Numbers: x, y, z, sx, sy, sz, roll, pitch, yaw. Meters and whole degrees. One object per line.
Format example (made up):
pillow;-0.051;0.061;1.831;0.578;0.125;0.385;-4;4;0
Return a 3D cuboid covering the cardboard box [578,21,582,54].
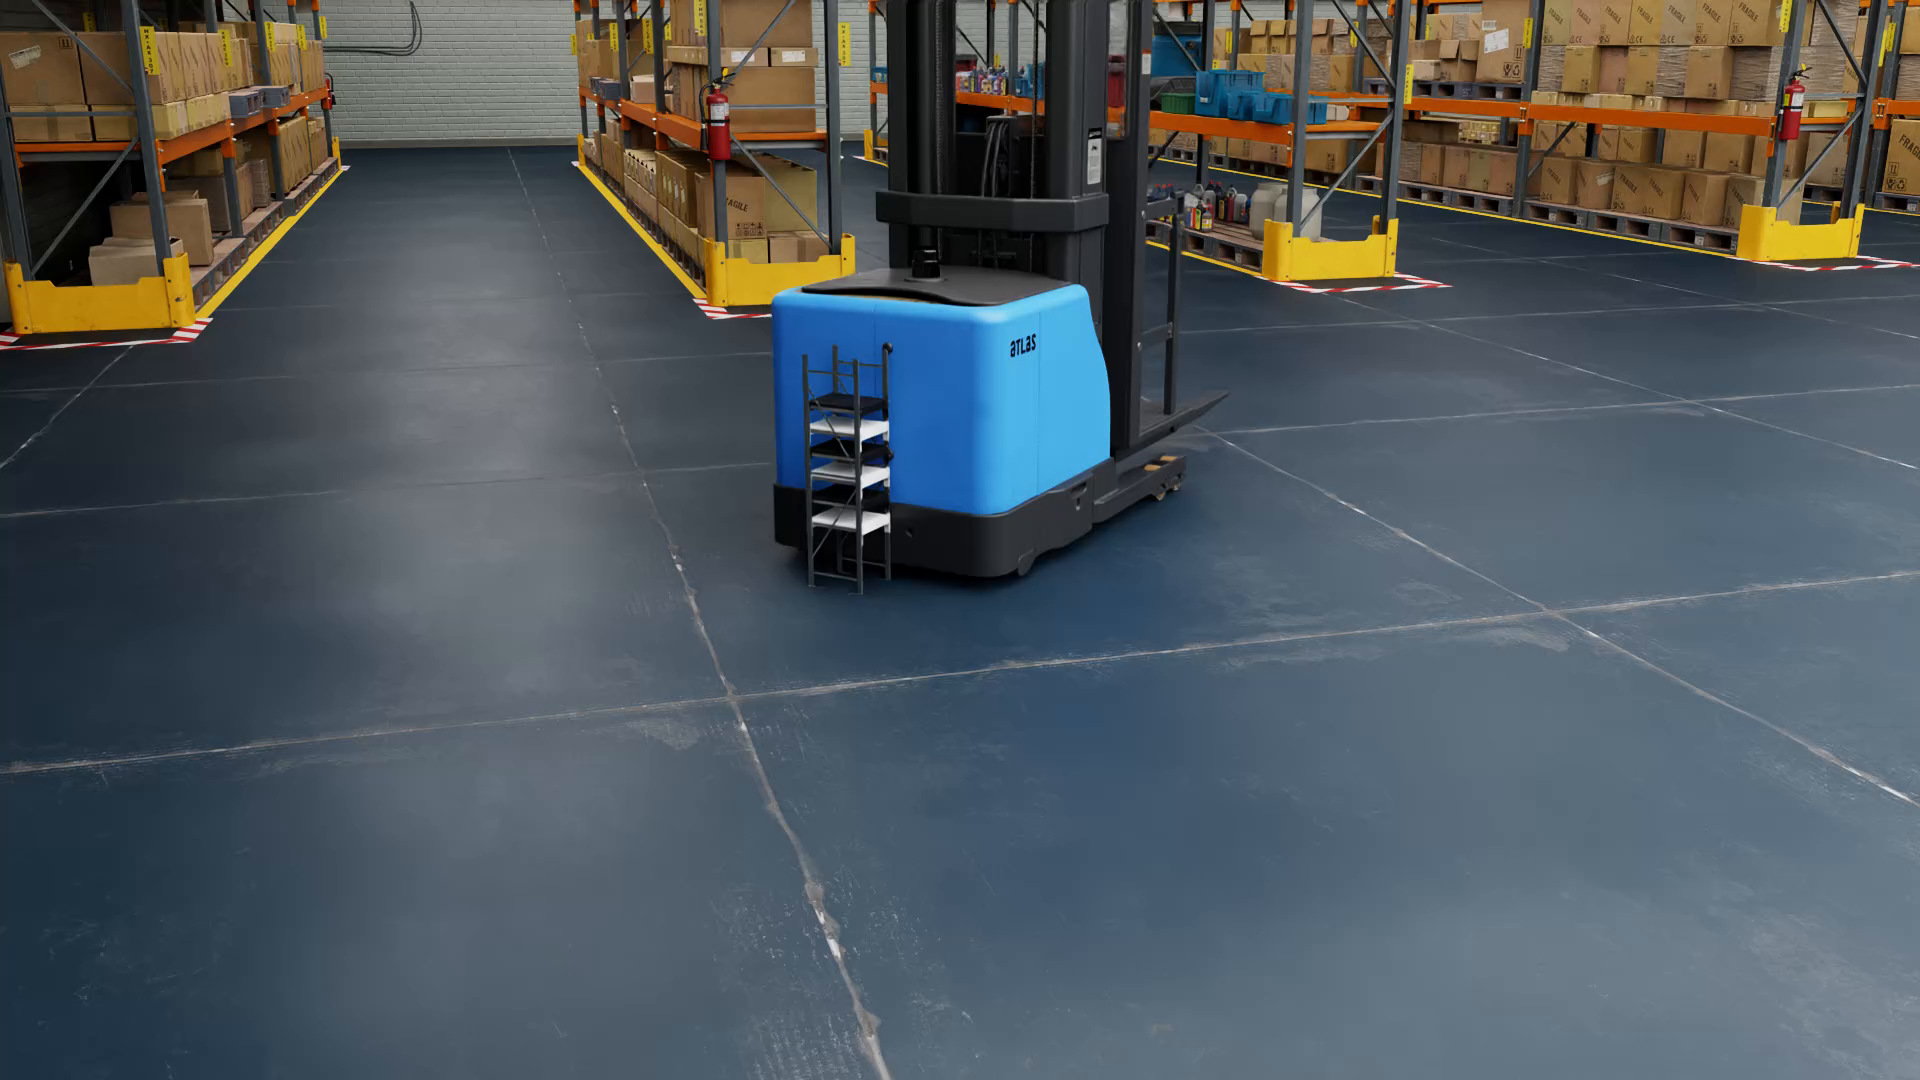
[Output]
cardboard box;-5.816;-8.028;26.553;0.500;0.500;0.500;-5;17;-15

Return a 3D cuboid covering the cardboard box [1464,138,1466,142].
cardboard box;9.070;-6.975;29.185;0.380;0.149;0.250;-5;17;-17

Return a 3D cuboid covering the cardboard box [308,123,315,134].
cardboard box;-9.524;-5.929;23.963;0.380;0.149;0.250;-4;17;-13

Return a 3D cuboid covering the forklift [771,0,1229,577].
forklift;0.400;-1.638;7.309;1.130;2.935;3.031;9;19;27

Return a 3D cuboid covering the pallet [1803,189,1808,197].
pallet;11.162;-4.826;22.652;1.003;0.211;1.213;-5;17;-15

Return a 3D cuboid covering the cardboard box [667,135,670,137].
cardboard box;-4.197;-5.445;23.445;0.500;0.500;0.500;-5;17;-15

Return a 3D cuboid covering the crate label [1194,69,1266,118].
crate label;2.559;-4.259;15.854;0.502;0.435;0.616;-5;17;-15

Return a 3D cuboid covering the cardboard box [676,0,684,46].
cardboard box;-2.269;-4.877;15.546;0.700;0.500;0.500;-5;17;-15

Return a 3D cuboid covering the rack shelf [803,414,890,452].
rack shelf;-0.423;-0.402;6.215;0.258;0.077;0.200;9;19;27

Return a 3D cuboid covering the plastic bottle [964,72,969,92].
plastic bottle;0.112;-6.499;23.597;0.097;0.271;0.097;0;17;0

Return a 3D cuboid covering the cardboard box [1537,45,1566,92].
cardboard box;7.053;-5.313;18.735;0.875;0.500;0.500;-5;17;-15

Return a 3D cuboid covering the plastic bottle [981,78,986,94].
plastic bottle;0.341;-6.236;22.842;0.097;0.201;0.097;0;17;0

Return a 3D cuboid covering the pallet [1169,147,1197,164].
pallet;4.317;-6.684;28.837;1.003;0.211;1.213;-5;17;-15

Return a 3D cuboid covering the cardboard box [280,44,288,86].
cardboard box;-8.557;-5.821;20.391;0.500;0.500;0.500;-5;17;-16

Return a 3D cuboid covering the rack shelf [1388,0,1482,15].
rack shelf;9.037;-9.474;29.315;1.077;0.370;4.000;-5;17;-15

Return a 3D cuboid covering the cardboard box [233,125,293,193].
cardboard box;-8.475;-4.569;19.955;0.750;0.750;0.750;-5;17;-16

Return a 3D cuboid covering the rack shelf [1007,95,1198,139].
rack shelf;1.676;-5.069;19.864;1.077;0.370;4.000;-5;17;-15

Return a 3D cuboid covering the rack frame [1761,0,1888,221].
rack frame;8.088;-4.146;15.539;1.000;3.000;0.127;-5;17;-15

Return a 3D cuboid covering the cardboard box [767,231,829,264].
cardboard box;-1.372;-2.414;13.823;0.500;0.250;0.500;-5;17;-15

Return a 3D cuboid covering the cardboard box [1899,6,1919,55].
cardboard box;11.853;-6.100;19.909;0.875;0.550;0.550;-5;17;-15

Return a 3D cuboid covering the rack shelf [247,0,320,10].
rack shelf;-10.048;-7.935;24.192;1.077;0.370;4.000;-5;17;-15

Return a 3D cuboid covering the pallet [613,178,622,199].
pallet;-4.137;-4.787;22.522;1.003;0.211;1.213;-5;17;-15

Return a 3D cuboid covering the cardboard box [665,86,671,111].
cardboard box;-2.956;-4.634;17.399;0.396;0.266;0.258;-5;17;-17

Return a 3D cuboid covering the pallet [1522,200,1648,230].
pallet;7.207;-3.734;19.014;1.003;0.211;1.213;-5;17;-15

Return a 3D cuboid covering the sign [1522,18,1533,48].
sign;6.456;-5.762;18.906;0.100;0.325;0.005;-5;17;-15

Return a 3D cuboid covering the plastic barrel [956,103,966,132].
plastic barrel;0.161;-6.118;25.022;0.600;0.901;0.708;-5;17;-15

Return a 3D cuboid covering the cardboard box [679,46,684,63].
cardboard box;-2.368;-4.456;15.272;0.380;0.149;0.250;-5;18;-17

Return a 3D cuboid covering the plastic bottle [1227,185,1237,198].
plastic bottle;2.822;-3.505;17.245;0.144;0.351;0.185;-5;17;-16

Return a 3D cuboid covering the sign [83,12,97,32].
sign;-7.832;-4.587;14.995;0.100;0.325;0.005;-5;17;-15

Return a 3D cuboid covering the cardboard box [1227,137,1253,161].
cardboard box;4.985;-6.473;26.250;1.225;0.875;0.875;-5;17;-15

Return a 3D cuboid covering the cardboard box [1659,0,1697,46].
cardboard box;7.421;-5.224;16.699;0.500;0.500;0.500;-5;17;-15

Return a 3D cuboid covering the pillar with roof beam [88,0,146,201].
pillar with roof beam;-4.734;-7.969;17.840;9.100;9.000;0.400;-5;17;-15

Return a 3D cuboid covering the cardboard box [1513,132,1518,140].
cardboard box;9.639;-6.996;28.736;0.380;0.149;0.250;-5;17;-15

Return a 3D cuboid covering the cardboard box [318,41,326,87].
cardboard box;-10.448;-7.400;25.851;0.980;0.700;0.700;-4;17;-13

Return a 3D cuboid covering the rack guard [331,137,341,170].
rack guard;-10.604;-6.206;26.743;1.175;0.500;0.348;-5;17;-15

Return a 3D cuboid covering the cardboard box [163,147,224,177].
cardboard box;-7.642;-3.774;16.578;0.500;0.250;0.500;-5;17;-16

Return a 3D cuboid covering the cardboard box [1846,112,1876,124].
cardboard box;15.066;-6.770;27.240;0.875;0.875;0.875;-4;17;-15

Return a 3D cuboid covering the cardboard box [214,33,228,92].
cardboard box;-6.872;-4.268;14.868;0.500;0.500;0.500;-5;17;-15

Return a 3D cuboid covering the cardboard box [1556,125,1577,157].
cardboard box;9.839;-6.318;26.385;0.500;0.500;0.500;-4;17;-14

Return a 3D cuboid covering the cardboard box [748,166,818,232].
cardboard box;-1.511;-2.911;14.175;0.500;0.500;0.500;-5;17;-15

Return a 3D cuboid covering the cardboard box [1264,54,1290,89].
cardboard box;4.952;-7.088;25.162;0.500;0.500;0.500;-5;17;-17

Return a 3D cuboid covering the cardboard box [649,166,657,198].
cardboard box;-2.925;-3.712;17.170;0.500;0.311;0.500;-5;17;-15

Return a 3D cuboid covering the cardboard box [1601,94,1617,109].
cardboard box;7.125;-4.705;17.837;0.380;0.149;0.250;-5;17;-15

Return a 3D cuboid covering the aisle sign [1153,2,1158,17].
aisle sign;3.382;-9.813;29.886;0.394;0.787;0.004;-5;17;-15

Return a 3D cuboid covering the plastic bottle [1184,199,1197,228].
plastic bottle;2.318;-3.244;16.507;0.152;0.276;0.135;-5;17;-17

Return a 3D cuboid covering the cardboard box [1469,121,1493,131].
cardboard box;9.055;-7.163;28.777;0.380;0.149;0.250;-5;17;-16

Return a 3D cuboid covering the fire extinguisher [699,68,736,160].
fire extinguisher;-1.852;-3.257;12.715;0.296;0.674;0.183;-5;17;-15

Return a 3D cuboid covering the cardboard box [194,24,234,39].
cardboard box;-8.172;-5.572;18.221;0.380;0.149;0.250;-8;18;-24

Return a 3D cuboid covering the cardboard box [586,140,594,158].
cardboard box;-5.684;-6.234;26.505;0.500;0.250;0.500;-5;17;-15

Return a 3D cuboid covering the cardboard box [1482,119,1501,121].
cardboard box;9.470;-7.356;29.417;0.380;0.149;0.250;-4;17;-14

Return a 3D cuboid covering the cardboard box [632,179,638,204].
cardboard box;-3.488;-4.010;19.138;0.500;0.250;0.500;-5;17;-17

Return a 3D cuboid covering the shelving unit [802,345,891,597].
shelving unit;-0.423;-0.261;6.258;0.258;0.900;0.210;9;19;27

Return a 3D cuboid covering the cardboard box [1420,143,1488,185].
cardboard box;6.420;-4.880;21.563;0.700;0.500;0.500;-3;17;-11

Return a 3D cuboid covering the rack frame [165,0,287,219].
rack frame;-8.399;-5.184;18.995;1.000;3.000;0.127;-5;17;-15
